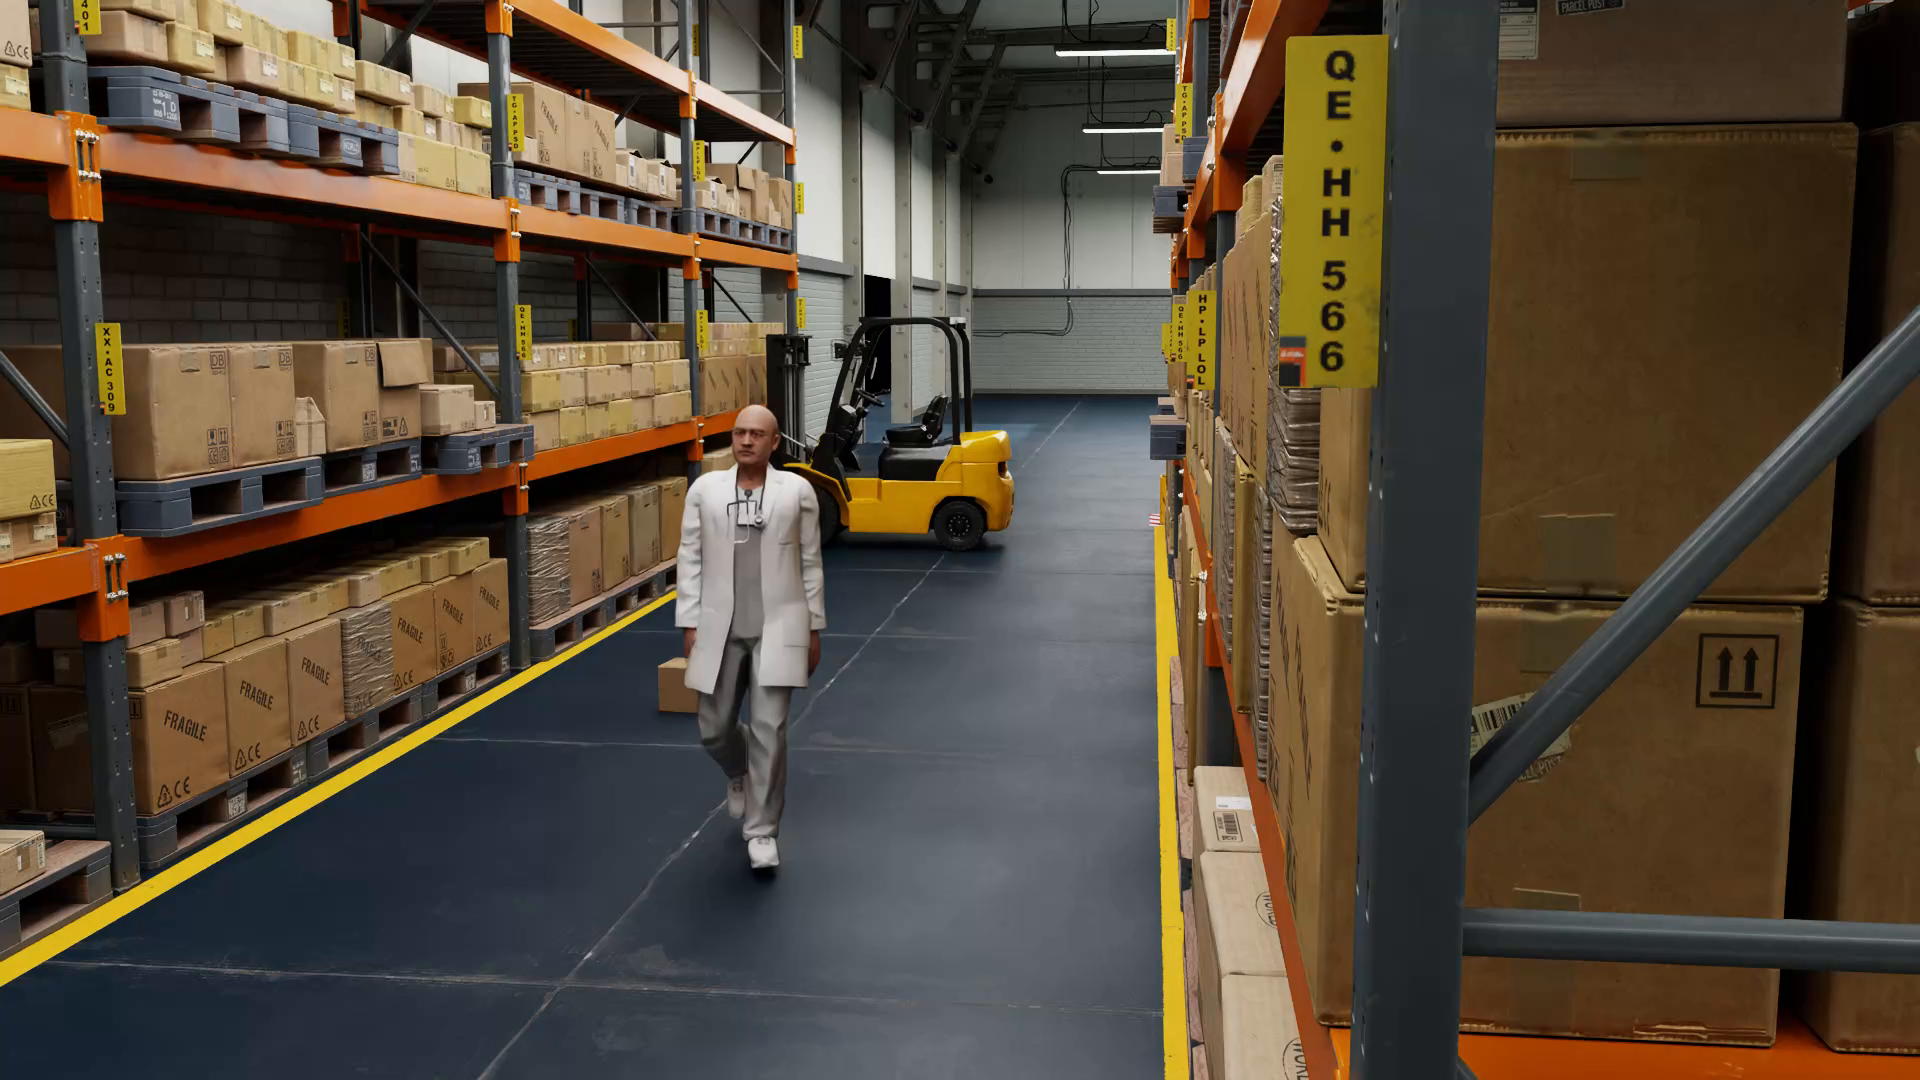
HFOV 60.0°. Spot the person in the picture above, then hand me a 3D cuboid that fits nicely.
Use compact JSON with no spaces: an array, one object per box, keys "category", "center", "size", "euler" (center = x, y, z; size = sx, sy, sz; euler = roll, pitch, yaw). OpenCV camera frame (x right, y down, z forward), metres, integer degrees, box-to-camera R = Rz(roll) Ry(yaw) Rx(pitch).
[{"category":"person","center":[-0.827,0.393,6.566],"size":[0.587,1.659,0.809],"euler":[0,7,0]}]
